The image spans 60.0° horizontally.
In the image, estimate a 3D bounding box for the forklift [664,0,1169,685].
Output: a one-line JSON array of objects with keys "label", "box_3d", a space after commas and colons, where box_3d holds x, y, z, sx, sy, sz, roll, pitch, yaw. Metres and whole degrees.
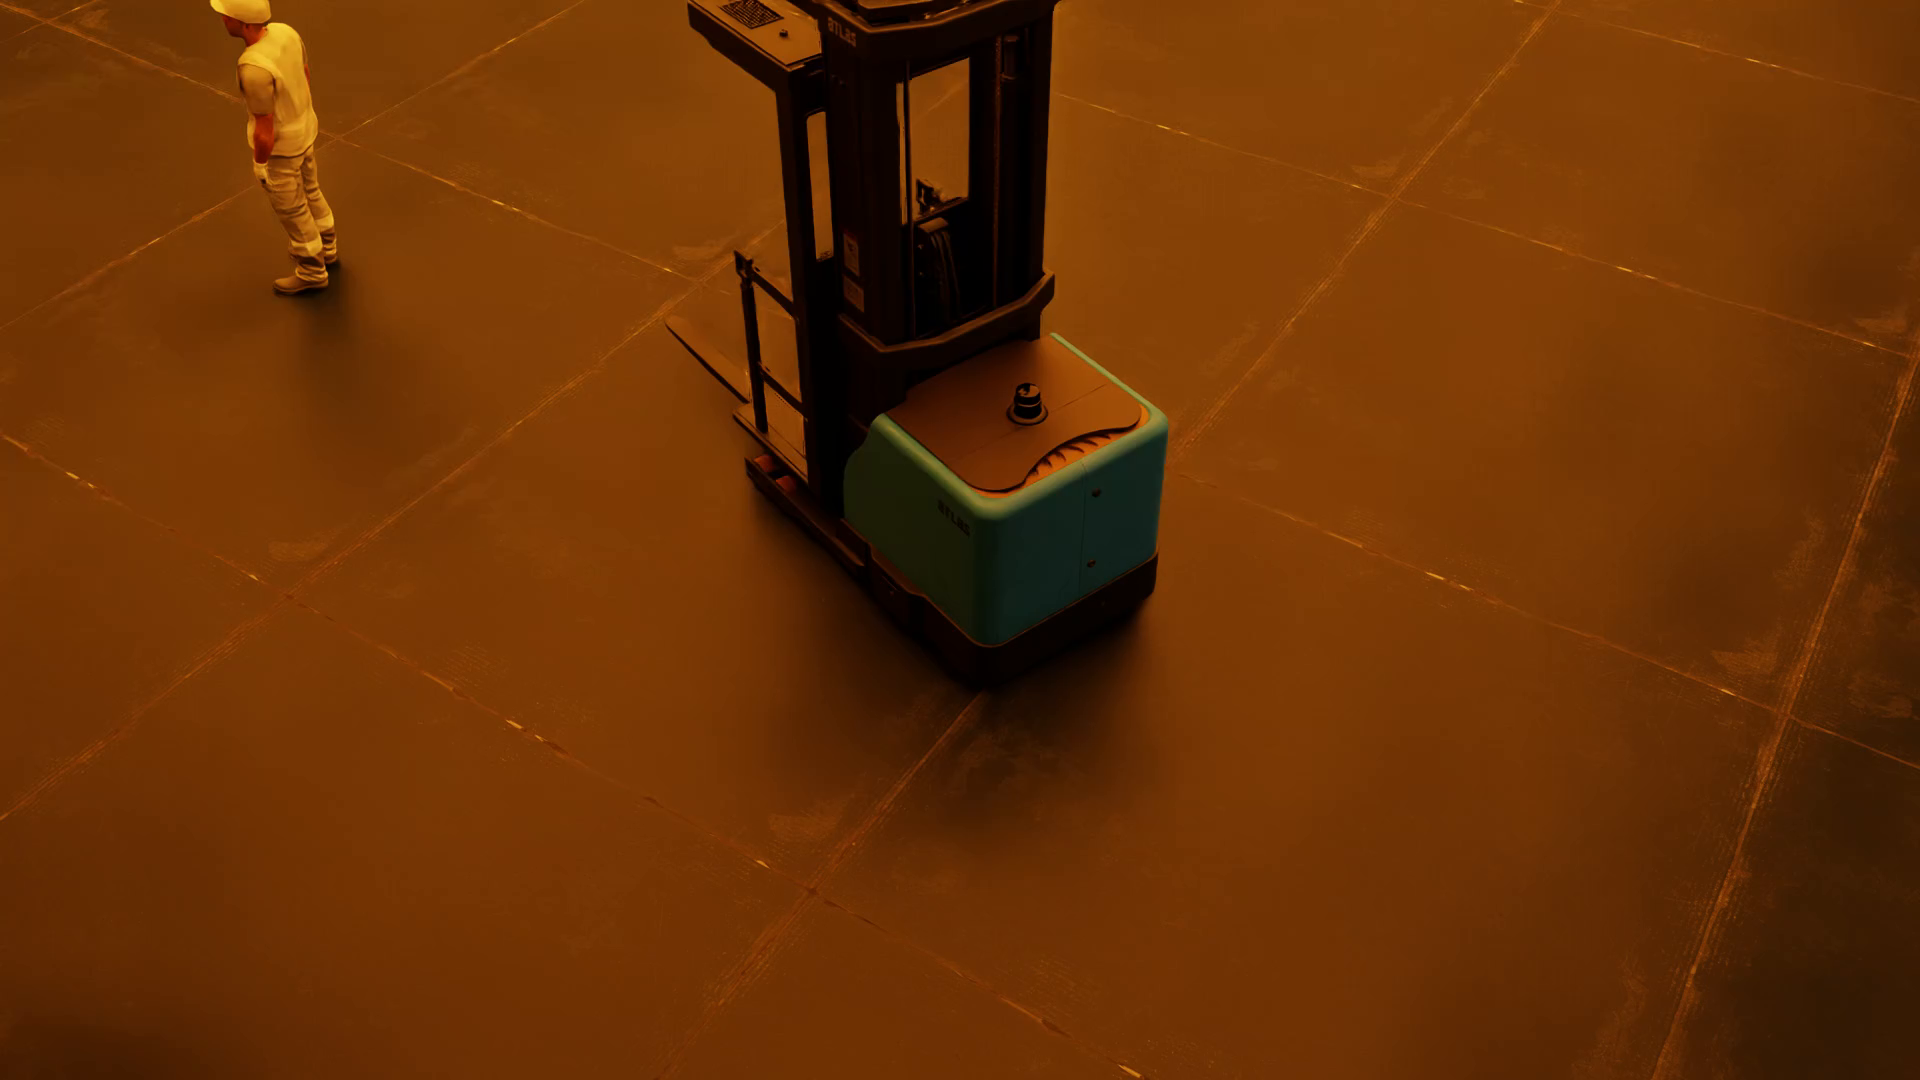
[{"label": "forklift", "box_3d": [-0.401, -1.400, 7.325, 1.130, 2.935, 3.031, -28, 50, -26]}]

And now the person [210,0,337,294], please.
[{"label": "person", "box_3d": [-3.692, -2.148, 8.945, 0.513, 1.797, 0.634, 4, 44, 4]}]
